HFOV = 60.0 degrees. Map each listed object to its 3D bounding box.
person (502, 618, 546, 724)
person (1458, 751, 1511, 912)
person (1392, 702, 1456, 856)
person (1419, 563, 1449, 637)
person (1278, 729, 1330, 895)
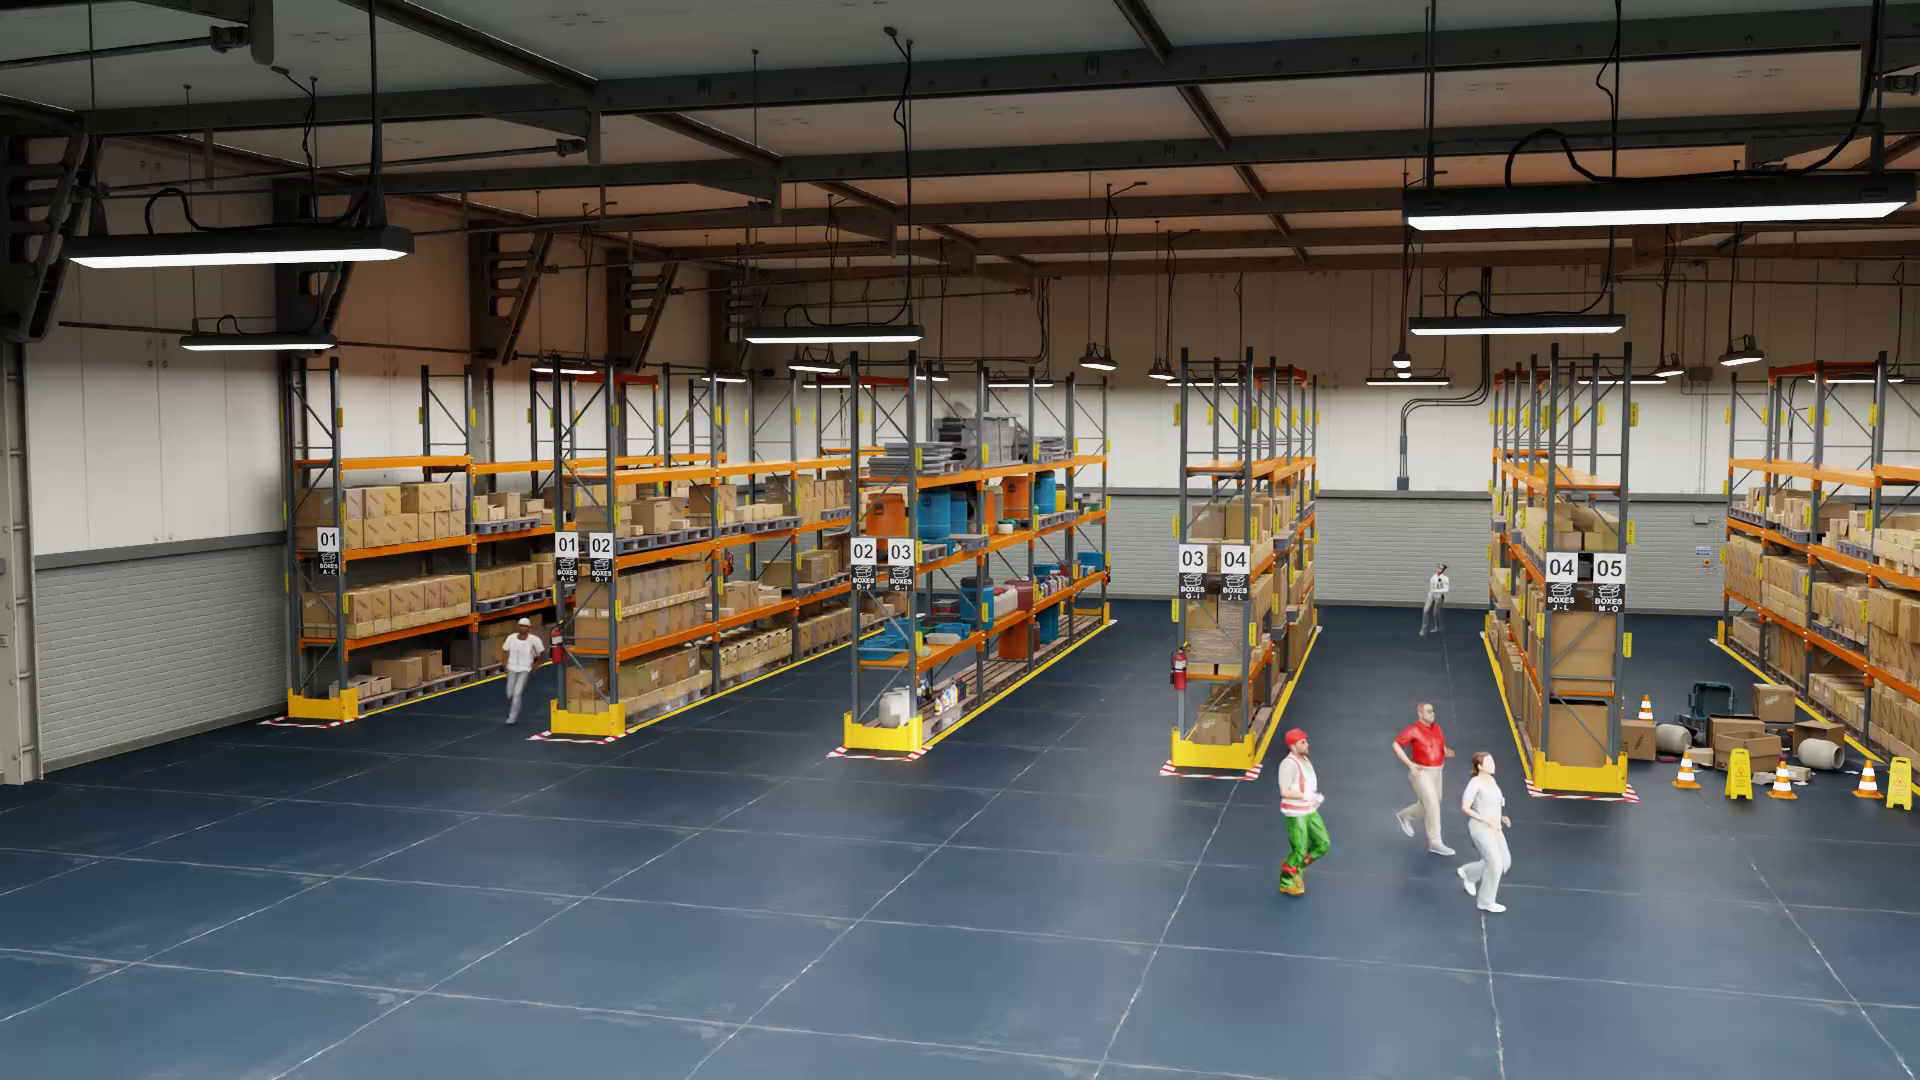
[{"bbox_3d":[-7.190,2.132,27.346,0.727,1.724,0.693,0,4,0],"label":"person"},{"bbox_3d":[5.311,2.947,16.934,0.562,1.616,0.594,-4,6,-41],"label":"person"},{"bbox_3d":[5.386,2.725,19.269,0.673,1.698,0.943,-3,5,-35],"label":"person"},{"bbox_3d":[10.926,1.356,38.140,0.811,1.689,0.608,-4,6,-43],"label":"person"},{"bbox_3d":[3.599,2.813,17.319,0.601,1.689,0.641,4,6,41],"label":"person"}]
